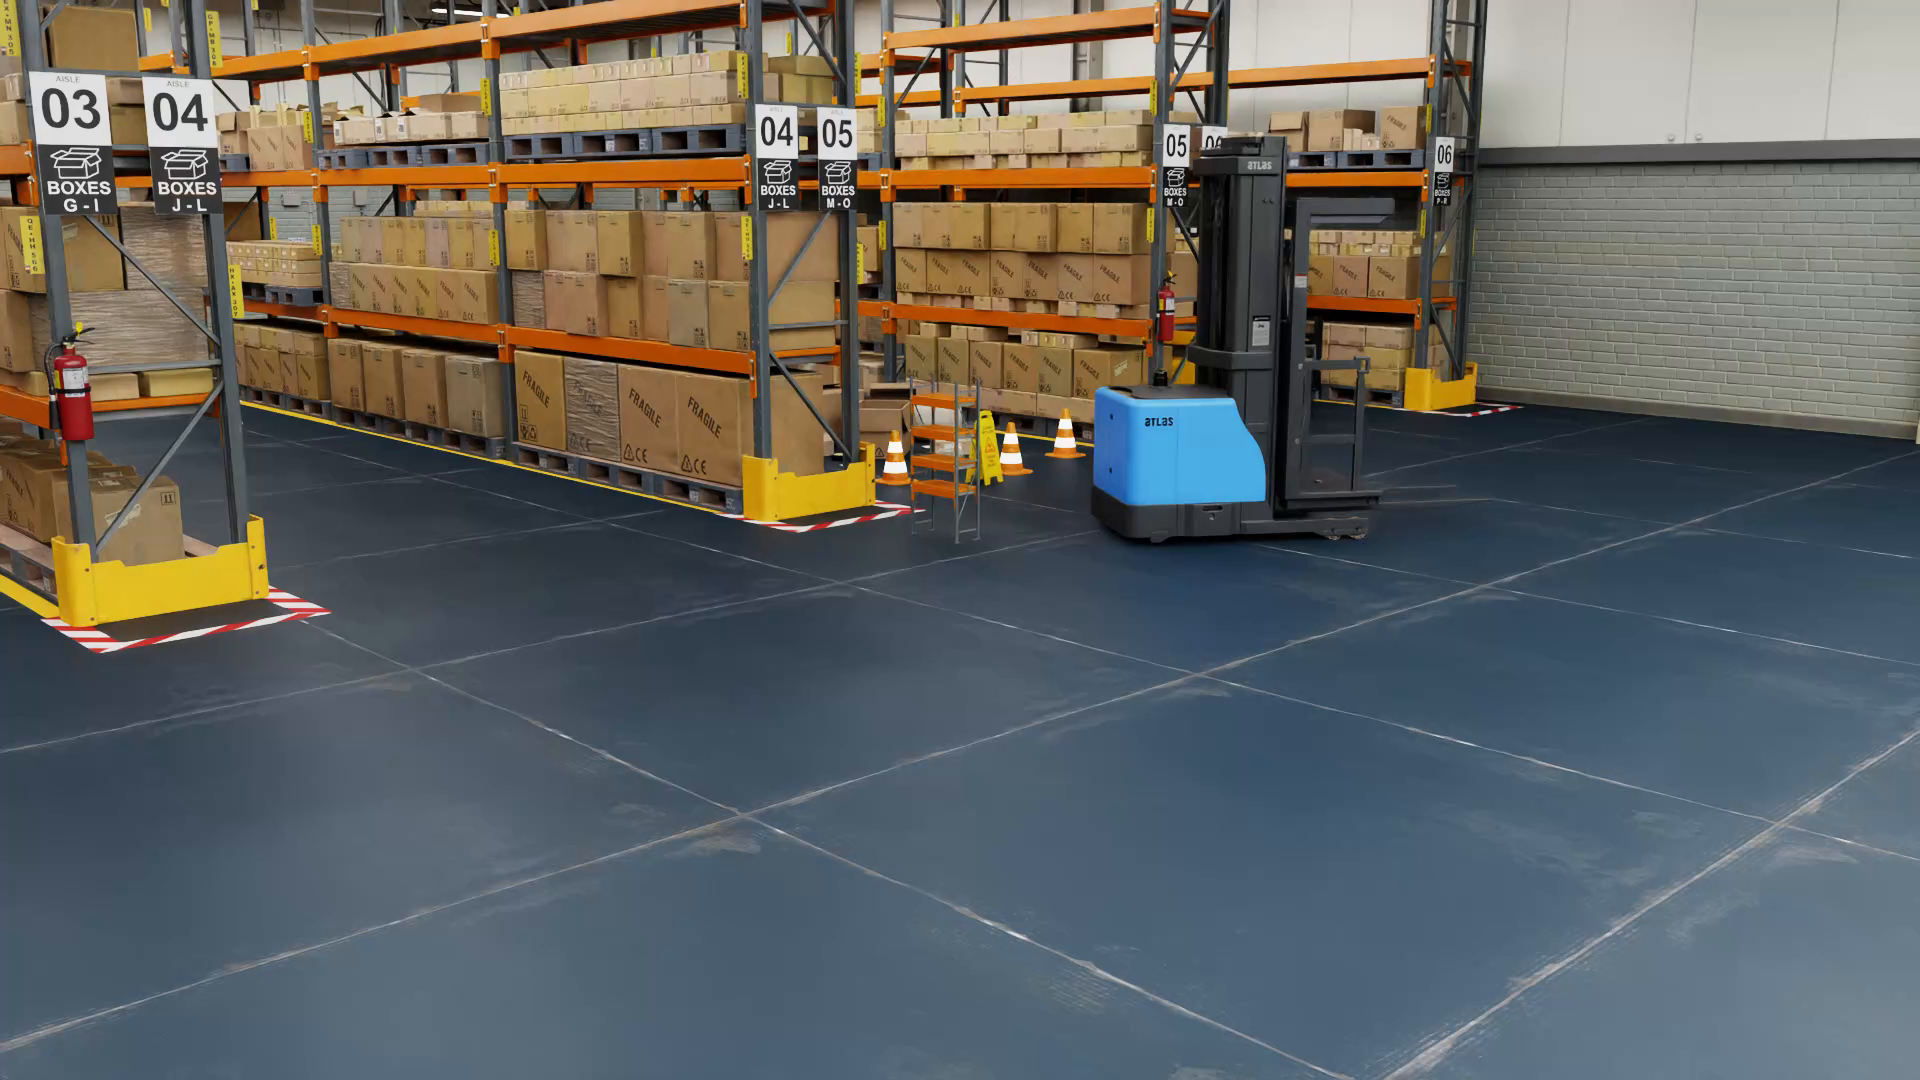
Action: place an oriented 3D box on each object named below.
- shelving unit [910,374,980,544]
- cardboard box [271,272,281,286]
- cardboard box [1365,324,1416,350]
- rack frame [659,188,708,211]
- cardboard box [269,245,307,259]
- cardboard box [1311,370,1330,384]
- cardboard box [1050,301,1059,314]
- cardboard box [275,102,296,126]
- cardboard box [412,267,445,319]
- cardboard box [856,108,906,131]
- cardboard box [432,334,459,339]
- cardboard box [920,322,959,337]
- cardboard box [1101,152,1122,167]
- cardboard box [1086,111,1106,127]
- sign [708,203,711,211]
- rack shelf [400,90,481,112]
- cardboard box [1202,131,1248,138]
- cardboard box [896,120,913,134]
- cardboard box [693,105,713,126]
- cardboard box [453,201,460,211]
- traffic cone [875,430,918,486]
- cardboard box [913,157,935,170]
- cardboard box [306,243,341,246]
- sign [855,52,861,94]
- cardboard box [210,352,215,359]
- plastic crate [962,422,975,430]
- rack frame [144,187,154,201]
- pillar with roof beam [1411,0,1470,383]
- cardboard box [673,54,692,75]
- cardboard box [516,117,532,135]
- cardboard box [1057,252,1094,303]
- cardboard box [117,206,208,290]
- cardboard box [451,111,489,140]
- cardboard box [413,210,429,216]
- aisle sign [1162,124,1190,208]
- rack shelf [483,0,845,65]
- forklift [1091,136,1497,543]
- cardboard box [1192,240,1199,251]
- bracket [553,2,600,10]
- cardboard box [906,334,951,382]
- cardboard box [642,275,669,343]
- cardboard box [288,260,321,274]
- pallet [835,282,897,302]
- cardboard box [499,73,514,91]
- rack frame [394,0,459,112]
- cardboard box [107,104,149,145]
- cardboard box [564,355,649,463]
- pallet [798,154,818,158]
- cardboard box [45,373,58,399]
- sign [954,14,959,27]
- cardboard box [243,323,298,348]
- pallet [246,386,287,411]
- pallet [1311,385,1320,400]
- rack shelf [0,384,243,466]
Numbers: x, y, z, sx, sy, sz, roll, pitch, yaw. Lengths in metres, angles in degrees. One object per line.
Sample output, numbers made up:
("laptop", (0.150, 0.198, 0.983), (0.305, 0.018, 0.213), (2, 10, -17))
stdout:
("shelving unit", (-0.114, -0.612, 12.408), (0.258, 1.200, 0.503), (-11, 16, -43))
("cardboard box", (-7.782, -3.049, 19.358), (0.380, 0.149, 0.250), (-11, 16, -42))
("cardboard box", (5.318, -2.486, 20.339), (0.500, 0.250, 0.500), (-10, 15, -41))
("rack frame", (-5.188, -5.448, 31.424), (1.000, 3.000, 0.127), (-11, 16, -43))
("cardboard box", (-7.783, -3.341, 19.302), (0.380, 0.149, 0.250), (-10, 15, -41))
("cardboard box", (4.633, -2.145, 21.163), (0.500, 0.250, 0.500), (-11, 16, -42))
("cardboard box", (1.170, -2.475, 17.614), (0.380, 0.149, 0.250), (-11, 16, -42))
("cardboard box", (-7.593, -4.873, 19.051), (0.396, 0.266, 0.258), (-11, 16, -43))
("cardboard box", (-5.250, -2.536, 17.038), (0.500, 0.500, 0.500), (-11, 16, -42))
("cardboard box", (-0.980, -4.918, 19.507), (0.500, 0.250, 0.500), (-10, 16, -41))
("cardboard box", (-8.247, -3.625, 27.880), (0.875, 0.438, 0.875), (11, 16, 43))
("cardboard box", (-0.233, -2.399, 18.927), (0.380, 0.149, 0.250), (-11, 16, -42))
("cardboard box", (1.630, -3.812, 16.670), (0.380, 0.149, 0.250), (-11, 16, -42))
("cardboard box", (1.487, -4.244, 16.789), (0.380, 0.149, 0.250), (-11, 16, -43))
("sign", (-4.772, -6.245, 31.636), (0.100, 0.325, 0.005), (-11, 16, -43))
("rack shelf", (-7.394, -6.854, 26.155), (1.077, 0.370, 4.000), (-11, 16, -43))
("cardboard box", (3.498, -5.222, 21.823), (0.500, 0.311, 0.500), (-10, 16, -41))
("cardboard box", (-0.506, -4.650, 18.761), (0.380, 0.149, 0.250), (-11, 16, -44))
("cardboard box", (-1.884, -3.356, 13.166), (0.380, 0.149, 0.250), (-11, 16, -42))
("cardboard box", (-7.845, -5.331, 26.520), (0.380, 0.149, 0.250), (-11, 16, -42))
("traffic cone", (-0.576, -0.750, 14.903), (0.336, 0.463, 0.334), (-11, 16, -43))
("cardboard box", (-0.311, -4.225, 18.674), (0.380, 0.149, 0.250), (-11, 16, -42))
("cardboard box", (-7.664, -3.506, 20.102), (0.380, 0.149, 0.250), (-10, 15, -40))
("sign", (-0.830, -3.729, 13.282), (0.100, 0.325, 0.005), (-11, 16, -43))
("cardboard box", (-9.970, -2.425, 22.034), (0.380, 0.149, 0.250), (-10, 16, -41))
("plastic crate", (0.003, -1.232, 18.191), (0.583, 0.080, 0.402), (6, 13, 26))
("rack frame", (-12.285, -4.052, 24.644), (1.000, 3.000, 0.127), (-11, 16, -43))
("pillar with roof beam", (2.919, -5.679, 17.675), (9.100, 9.000, 0.400), (-11, 16, -43))
("cardboard box", (-2.062, -3.784, 13.268), (0.380, 0.149, 0.250), (-11, 16, -42))
("cardboard box", (-3.812, -3.763, 15.144), (0.380, 0.149, 0.250), (-11, 16, -42))
("cardboard box", (1.358, -2.730, 17.246), (0.500, 0.500, 0.500), (-11, 16, -42))
("cardboard box", (-5.076, -1.843, 10.460), (0.500, 0.500, 0.500), (-11, 16, -43))
("cardboard box", (-4.602, -4.032, 16.196), (0.500, 0.250, 0.500), (-11, 16, -42))
("cardboard box", (-8.649, -5.185, 27.420), (0.500, 0.500, 0.500), (-11, 16, -44))
("aisle sign", (2.107, -3.645, 16.227), (0.394, 0.787, 0.004), (-11, 16, -43))
("rack shelf", (-2.617, -4.399, 14.234), (1.077, 0.370, 4.000), (-11, 16, -43))
("forklift", (2.597, -1.539, 12.617), (3.031, 2.935, 1.130), (-2, 12, -11))
("cardboard box", (3.309, -3.943, 22.261), (0.380, 0.149, 0.250), (-10, 16, -41))
("bracket", (-8.871, -11.088, 35.008), (0.076, 0.066, 5.218), (-11, 16, -43))
("cardboard box", (-0.276, -2.107, 19.122), (0.500, 0.500, 0.500), (-10, 15, -40))
("cardboard box", (-2.216, -2.014, 14.384), (0.875, 0.550, 0.550), (-11, 16, -43))
("cardboard box", (-7.431, -3.121, 18.972), (0.380, 0.149, 0.250), (-10, 16, -41))
("pallet", (-0.911, -3.043, 20.222), (1.003, 0.211, 1.213), (-11, 16, -43))
("cardboard box", (-3.993, -4.191, 15.245), (0.380, 0.149, 0.250), (-11, 16, -42))
("rack frame", (-8.775, -7.695, 27.458), (1.000, 3.000, 0.127), (-11, 16, -43))
("cardboard box", (-5.039, -2.542, 10.255), (0.500, 0.250, 0.500), (-10, 15, -41))
("cardboard box", (-2.989, -1.233, 15.187), (0.875, 0.875, 0.875), (-11, 16, -42))
("pallet", (-1.556, -4.638, 20.521), (1.213, 0.211, 1.003), (-11, 16, -43))
("cardboard box", (-5.411, -0.967, 10.292), (0.380, 0.149, 0.250), (-11, 16, -43))
("sign", (-0.049, -7.638, 24.675), (0.100, 0.325, 0.005), (-11, 16, -43))
("cardboard box", (-8.485, -2.520, 20.503), (0.500, 0.250, 0.500), (-10, 15, -40))
("pallet", (-8.138, -1.811, 20.677), (1.003, 0.211, 1.213), (-11, 16, -43))
("pallet", (4.465, -2.031, 21.748), (1.003, 0.211, 1.213), (-11, 16, -43))
("rack shelf", (-6.274, -0.980, 11.516), (1.077, 0.370, 4.000), (-11, 16, -43))
